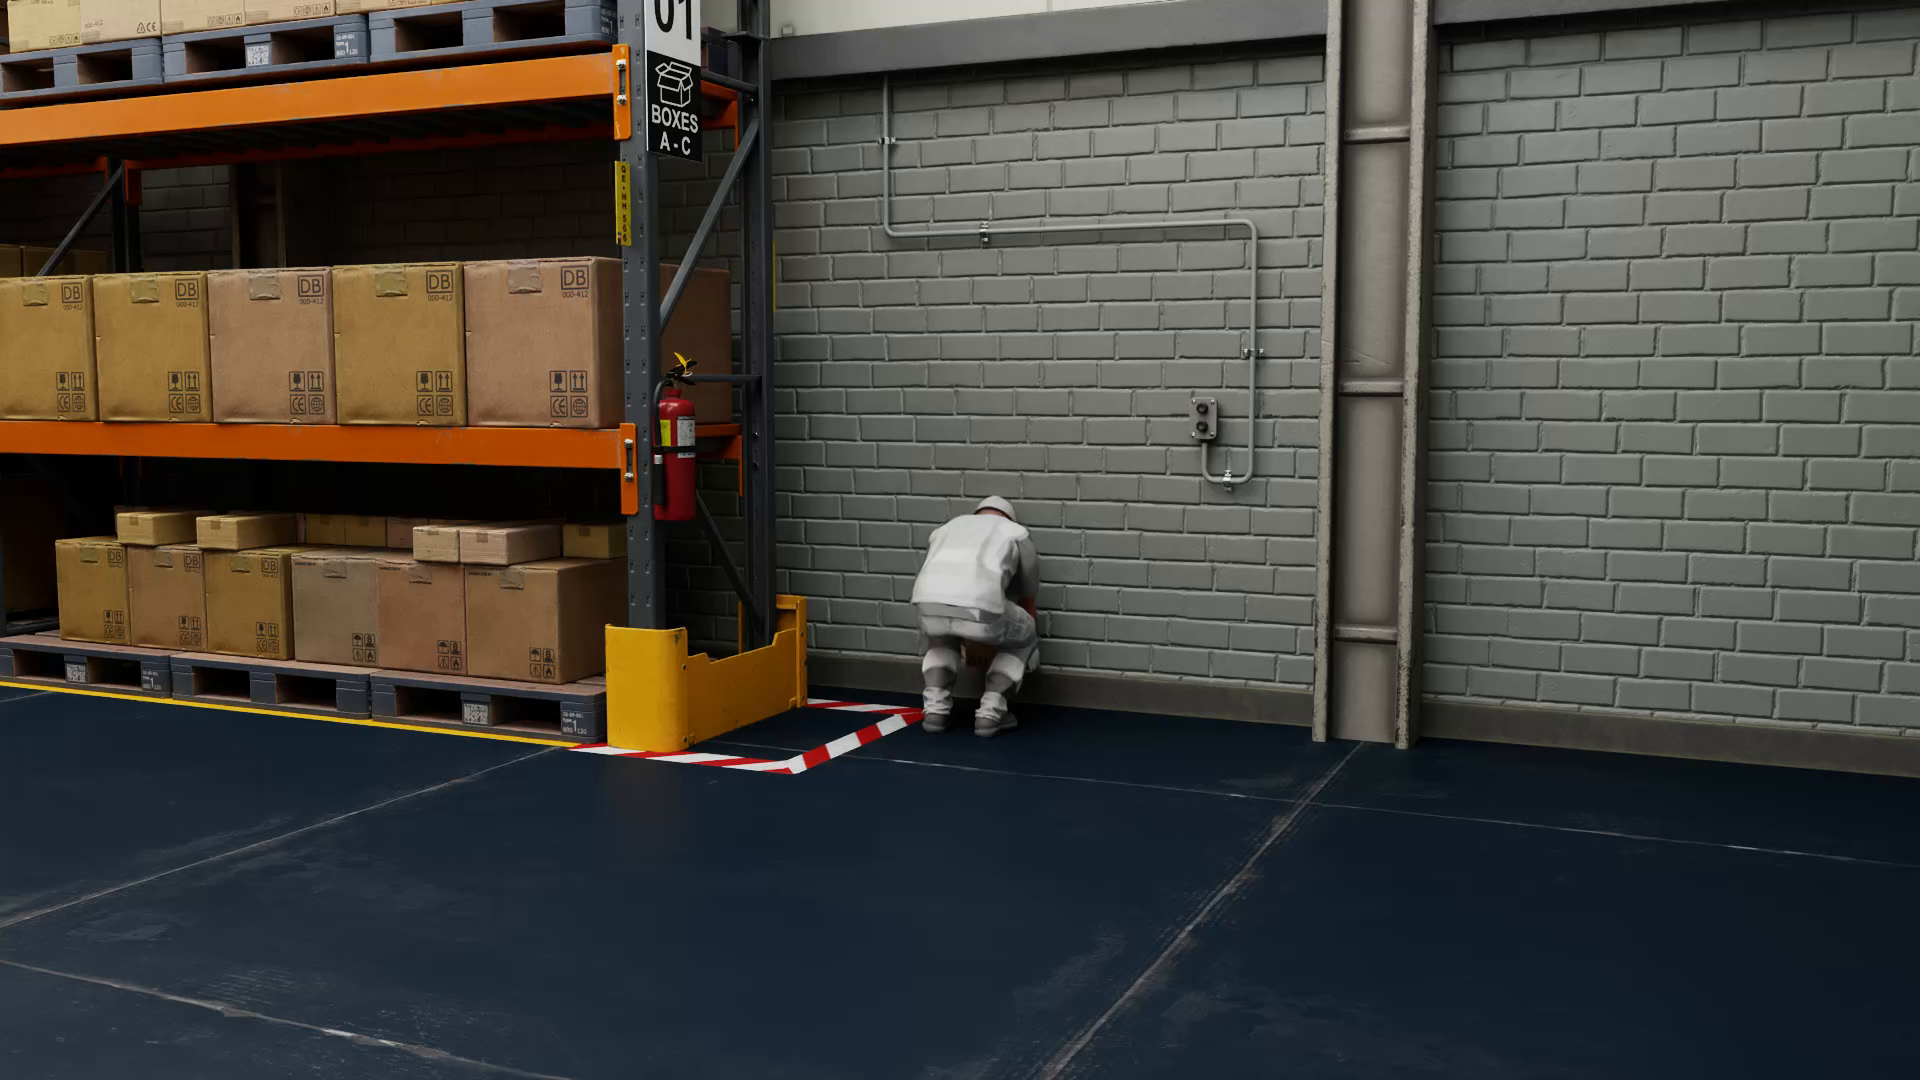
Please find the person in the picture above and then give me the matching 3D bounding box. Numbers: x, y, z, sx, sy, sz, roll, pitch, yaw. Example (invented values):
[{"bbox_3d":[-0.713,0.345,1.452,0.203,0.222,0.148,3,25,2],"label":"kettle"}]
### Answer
[{"bbox_3d":[0.082,0.319,7.286,0.539,0.981,0.937,2,6,20],"label":"person"}]
